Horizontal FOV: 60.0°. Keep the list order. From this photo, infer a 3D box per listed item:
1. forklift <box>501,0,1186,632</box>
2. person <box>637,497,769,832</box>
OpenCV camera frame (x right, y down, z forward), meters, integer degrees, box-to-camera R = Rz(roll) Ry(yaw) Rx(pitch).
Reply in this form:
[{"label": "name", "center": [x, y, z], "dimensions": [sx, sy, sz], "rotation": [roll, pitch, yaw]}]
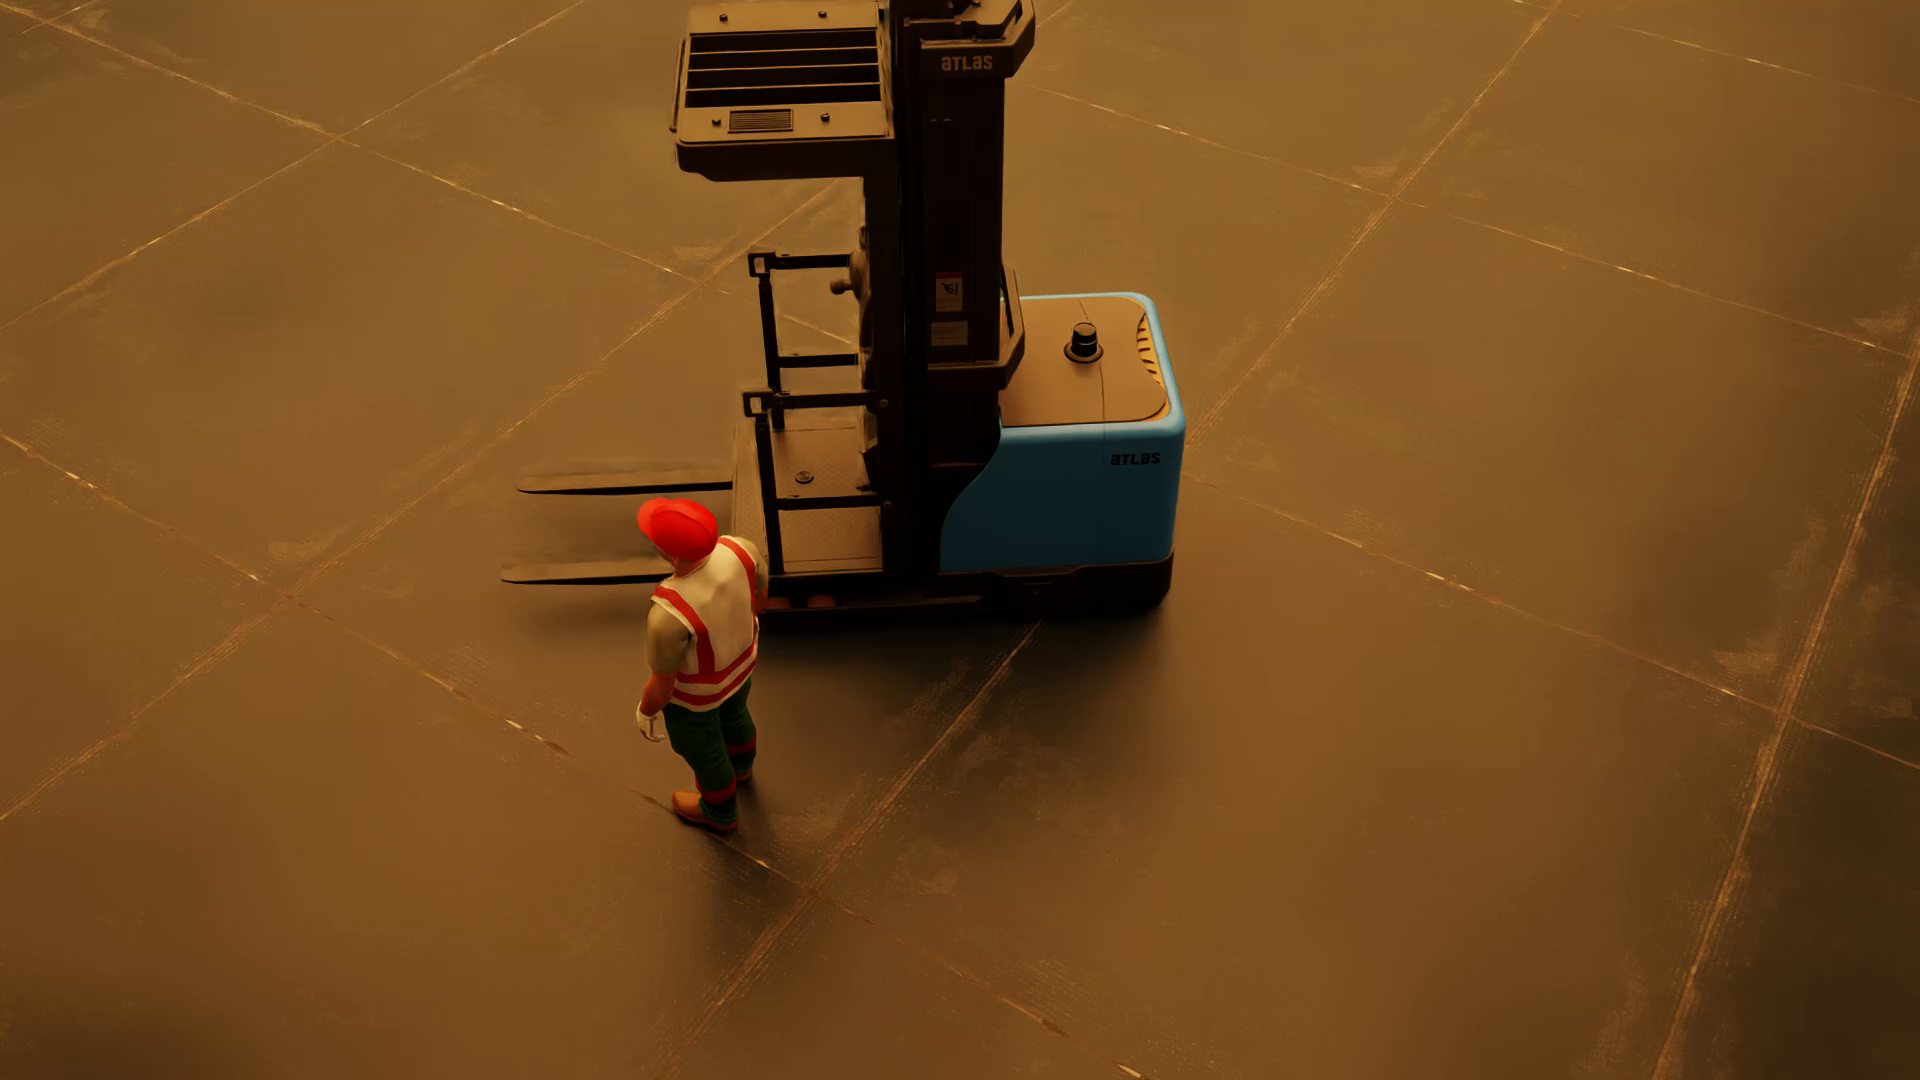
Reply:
[{"label": "forklift", "center": [-0.577, -1.026, 6.930], "dimensions": [3.031, 2.935, 1.130], "rotation": [-3, 44, -3]}, {"label": "person", "center": [-1.006, 0.457, 6.189], "dimensions": [0.556, 1.790, 0.641], "rotation": [25, 49, 24]}]
